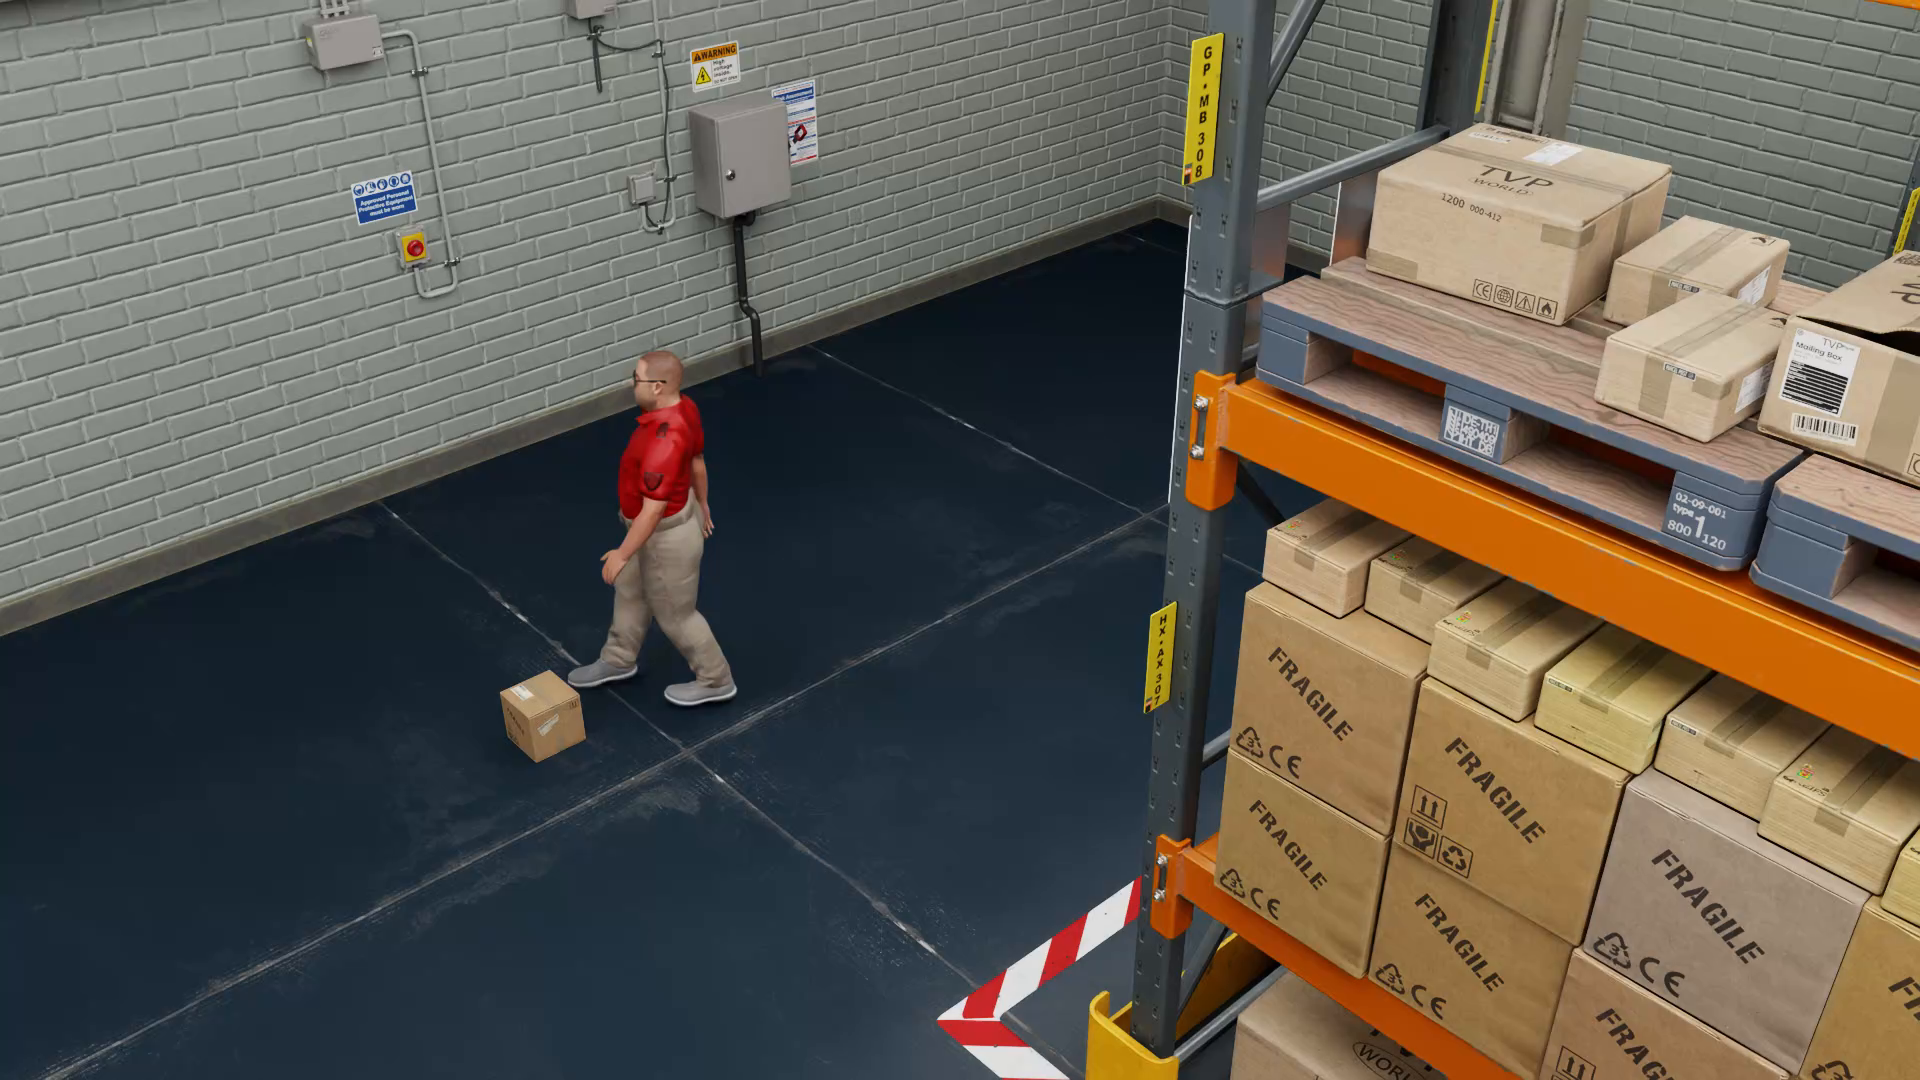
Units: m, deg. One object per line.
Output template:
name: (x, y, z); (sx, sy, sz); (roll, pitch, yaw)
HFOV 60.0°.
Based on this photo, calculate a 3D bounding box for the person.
person: (-1.413, -0.016, 7.164); (0.786, 1.702, 0.594); (-3, 32, -4)
